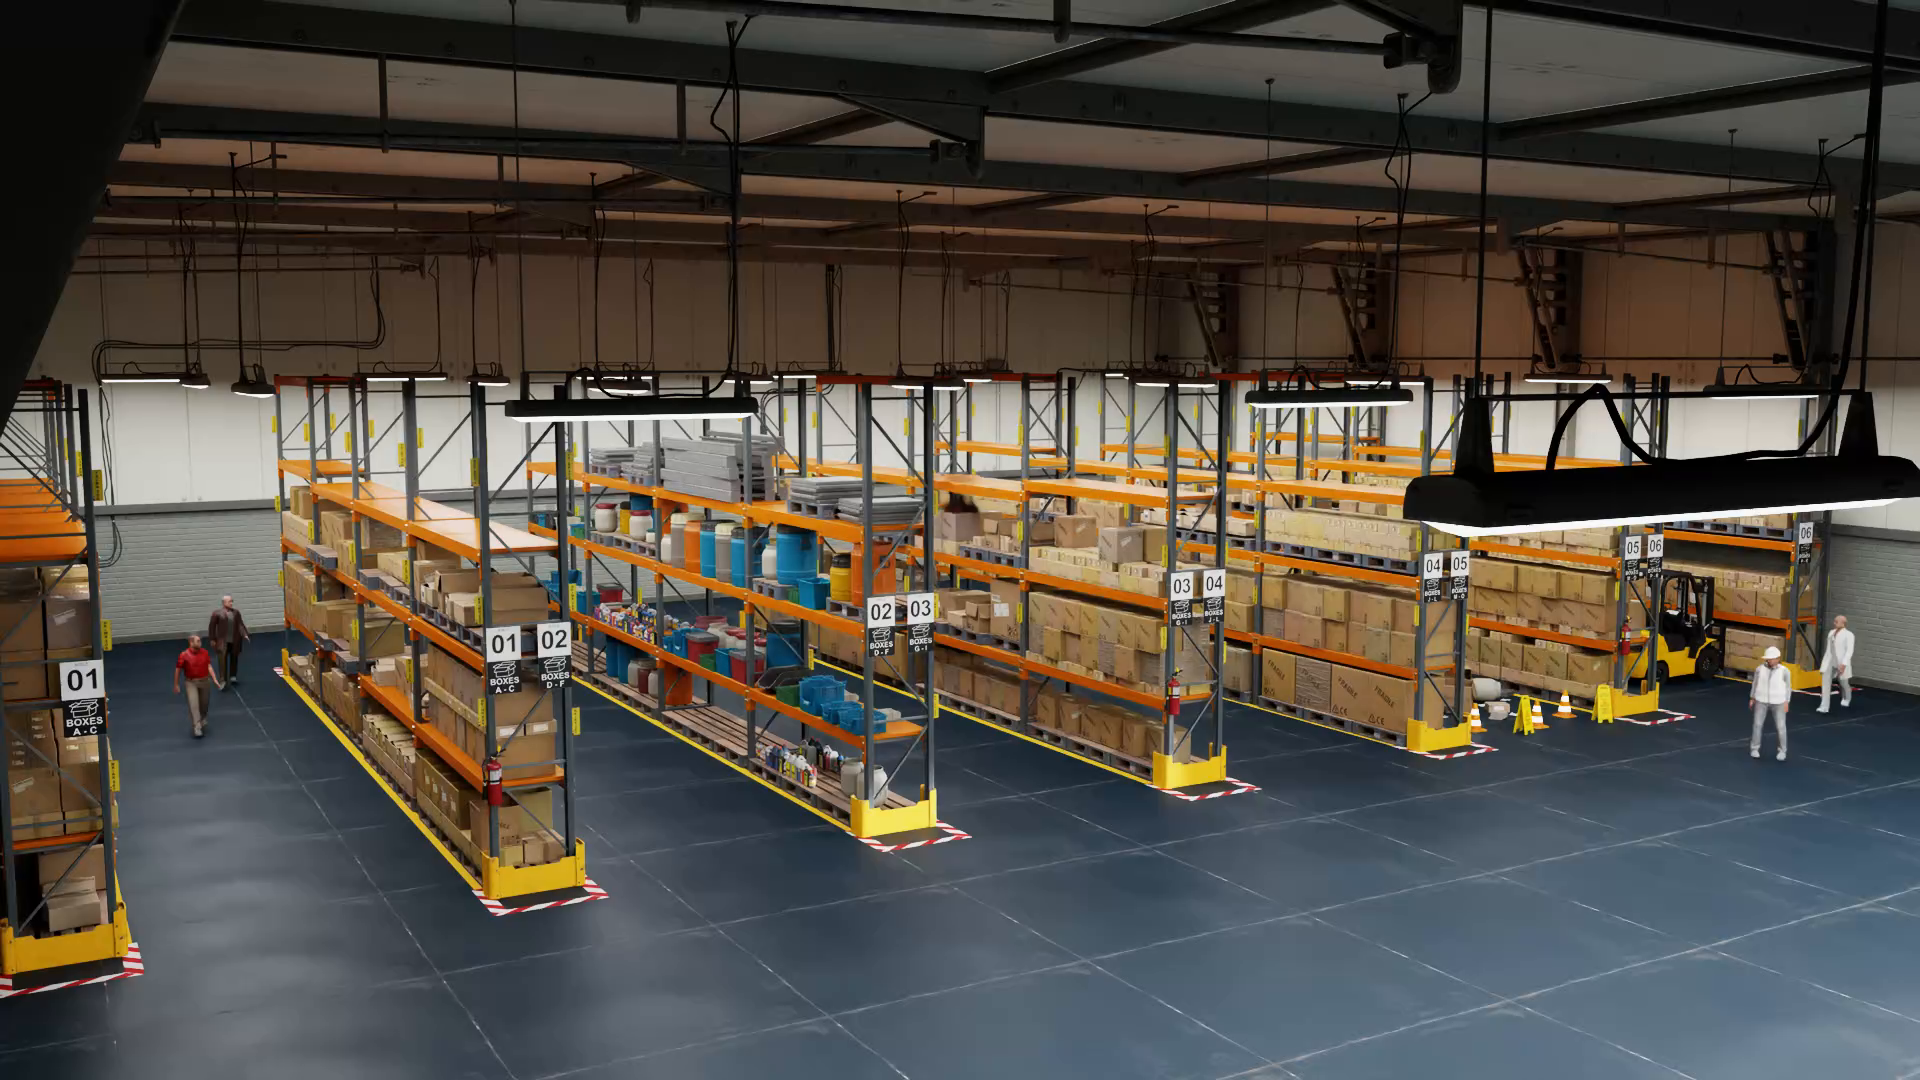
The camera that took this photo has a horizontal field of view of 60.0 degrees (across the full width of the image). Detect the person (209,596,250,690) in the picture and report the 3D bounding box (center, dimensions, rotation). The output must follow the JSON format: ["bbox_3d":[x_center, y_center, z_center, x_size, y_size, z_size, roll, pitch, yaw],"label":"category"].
[{"bbox_3d":[-14.065,1.935,32.015,0.723,1.717,1.053,-3,7,-25],"label":"person"}]

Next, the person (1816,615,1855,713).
[{"bbox_3d":[15.699,2.212,29.766,0.535,1.728,1.119,5,8,37],"label":"person"}]

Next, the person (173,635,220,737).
[{"bbox_3d":[-12.895,2.431,28.067,0.722,1.677,1.079,-4,7,-33],"label":"person"}]

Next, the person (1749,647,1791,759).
[{"bbox_3d":[12.821,2.568,26.335,0.590,1.770,0.448,4,7,29],"label":"person"}]
